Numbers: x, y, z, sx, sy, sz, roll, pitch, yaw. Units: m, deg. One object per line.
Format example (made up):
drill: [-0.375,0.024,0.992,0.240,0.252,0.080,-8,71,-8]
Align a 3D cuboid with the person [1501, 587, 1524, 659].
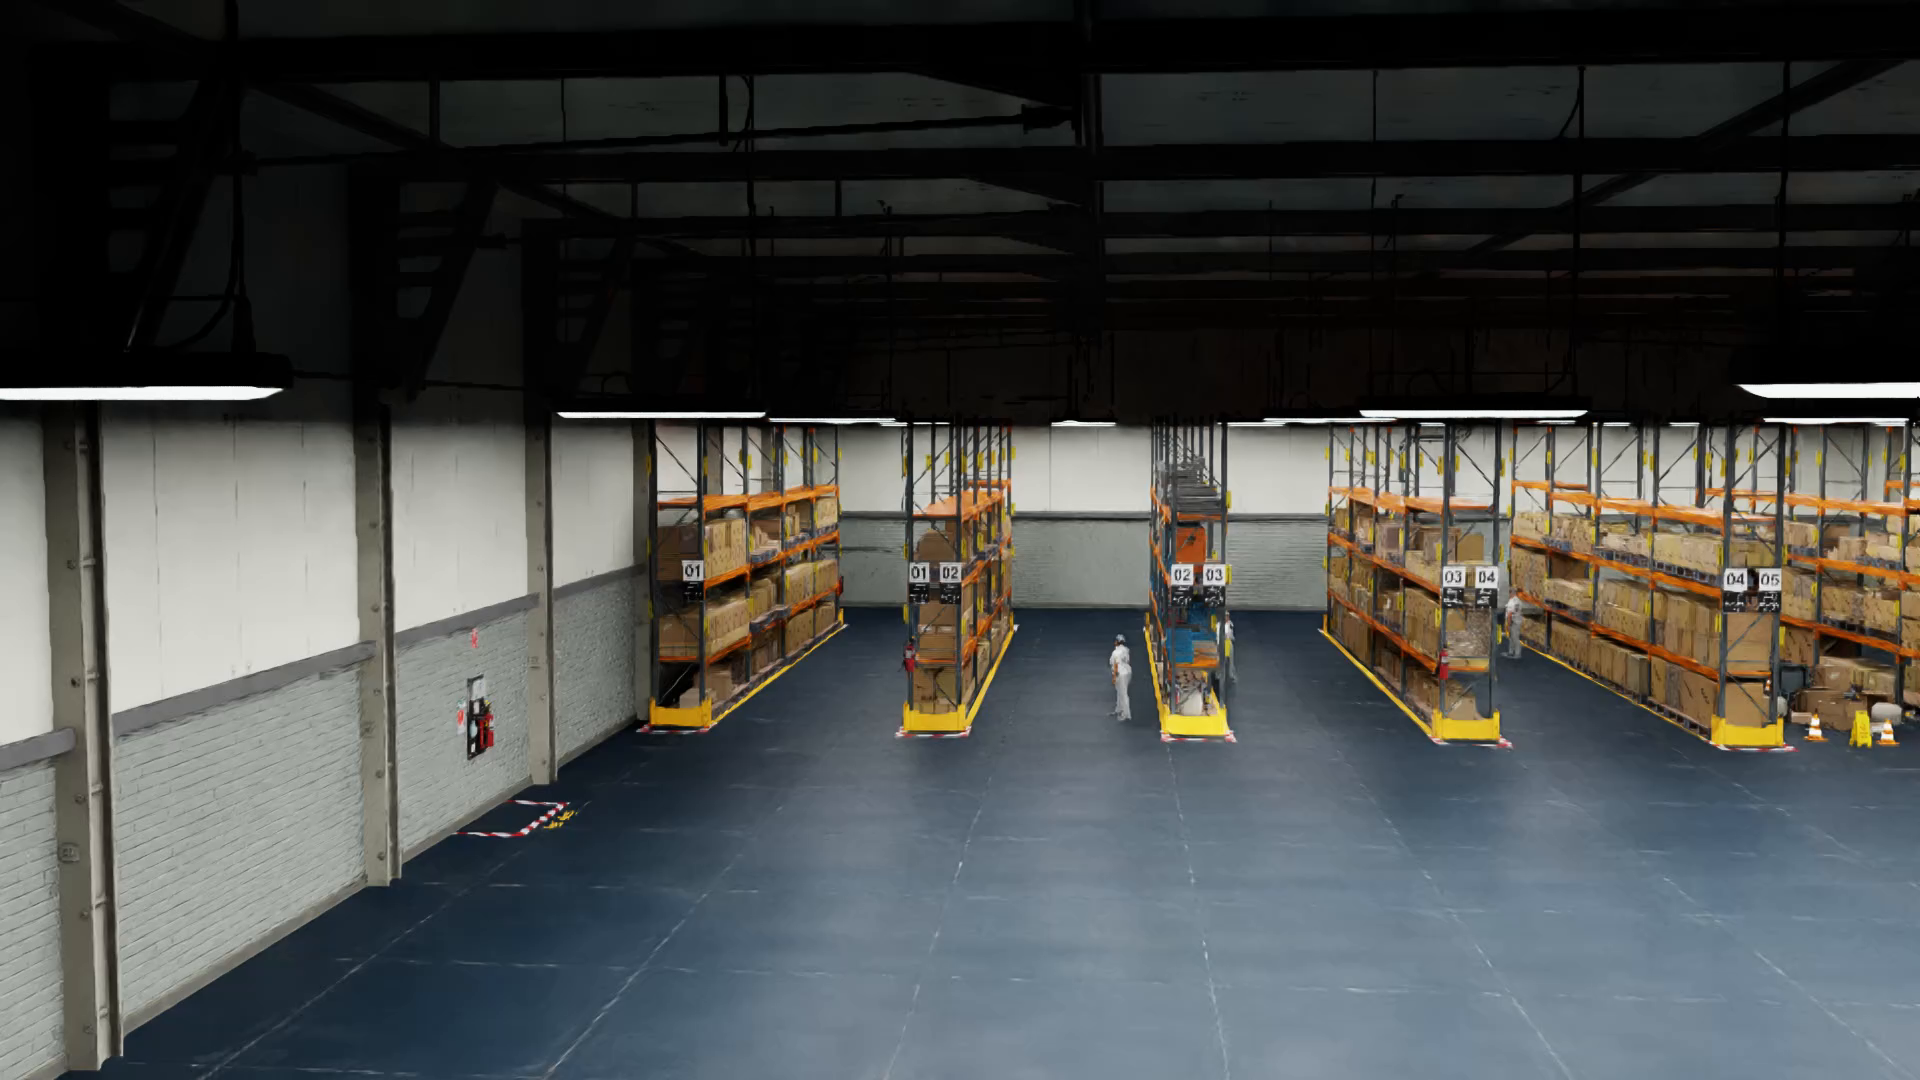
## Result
person: [13.716,2.056,41.297,0.586,1.748,0.654,3,5,36]

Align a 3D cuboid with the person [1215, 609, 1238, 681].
person: [5.991,2.364,37.611,0.483,1.621,0.993,0,4,-3]

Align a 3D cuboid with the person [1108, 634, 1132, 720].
person: [3.144,2.677,32.772,0.570,1.654,0.602,2,4,25]

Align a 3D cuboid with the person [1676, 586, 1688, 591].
person: [21.462,1.568,49.237,0.448,1.668,0.626,-2,4,-25]
